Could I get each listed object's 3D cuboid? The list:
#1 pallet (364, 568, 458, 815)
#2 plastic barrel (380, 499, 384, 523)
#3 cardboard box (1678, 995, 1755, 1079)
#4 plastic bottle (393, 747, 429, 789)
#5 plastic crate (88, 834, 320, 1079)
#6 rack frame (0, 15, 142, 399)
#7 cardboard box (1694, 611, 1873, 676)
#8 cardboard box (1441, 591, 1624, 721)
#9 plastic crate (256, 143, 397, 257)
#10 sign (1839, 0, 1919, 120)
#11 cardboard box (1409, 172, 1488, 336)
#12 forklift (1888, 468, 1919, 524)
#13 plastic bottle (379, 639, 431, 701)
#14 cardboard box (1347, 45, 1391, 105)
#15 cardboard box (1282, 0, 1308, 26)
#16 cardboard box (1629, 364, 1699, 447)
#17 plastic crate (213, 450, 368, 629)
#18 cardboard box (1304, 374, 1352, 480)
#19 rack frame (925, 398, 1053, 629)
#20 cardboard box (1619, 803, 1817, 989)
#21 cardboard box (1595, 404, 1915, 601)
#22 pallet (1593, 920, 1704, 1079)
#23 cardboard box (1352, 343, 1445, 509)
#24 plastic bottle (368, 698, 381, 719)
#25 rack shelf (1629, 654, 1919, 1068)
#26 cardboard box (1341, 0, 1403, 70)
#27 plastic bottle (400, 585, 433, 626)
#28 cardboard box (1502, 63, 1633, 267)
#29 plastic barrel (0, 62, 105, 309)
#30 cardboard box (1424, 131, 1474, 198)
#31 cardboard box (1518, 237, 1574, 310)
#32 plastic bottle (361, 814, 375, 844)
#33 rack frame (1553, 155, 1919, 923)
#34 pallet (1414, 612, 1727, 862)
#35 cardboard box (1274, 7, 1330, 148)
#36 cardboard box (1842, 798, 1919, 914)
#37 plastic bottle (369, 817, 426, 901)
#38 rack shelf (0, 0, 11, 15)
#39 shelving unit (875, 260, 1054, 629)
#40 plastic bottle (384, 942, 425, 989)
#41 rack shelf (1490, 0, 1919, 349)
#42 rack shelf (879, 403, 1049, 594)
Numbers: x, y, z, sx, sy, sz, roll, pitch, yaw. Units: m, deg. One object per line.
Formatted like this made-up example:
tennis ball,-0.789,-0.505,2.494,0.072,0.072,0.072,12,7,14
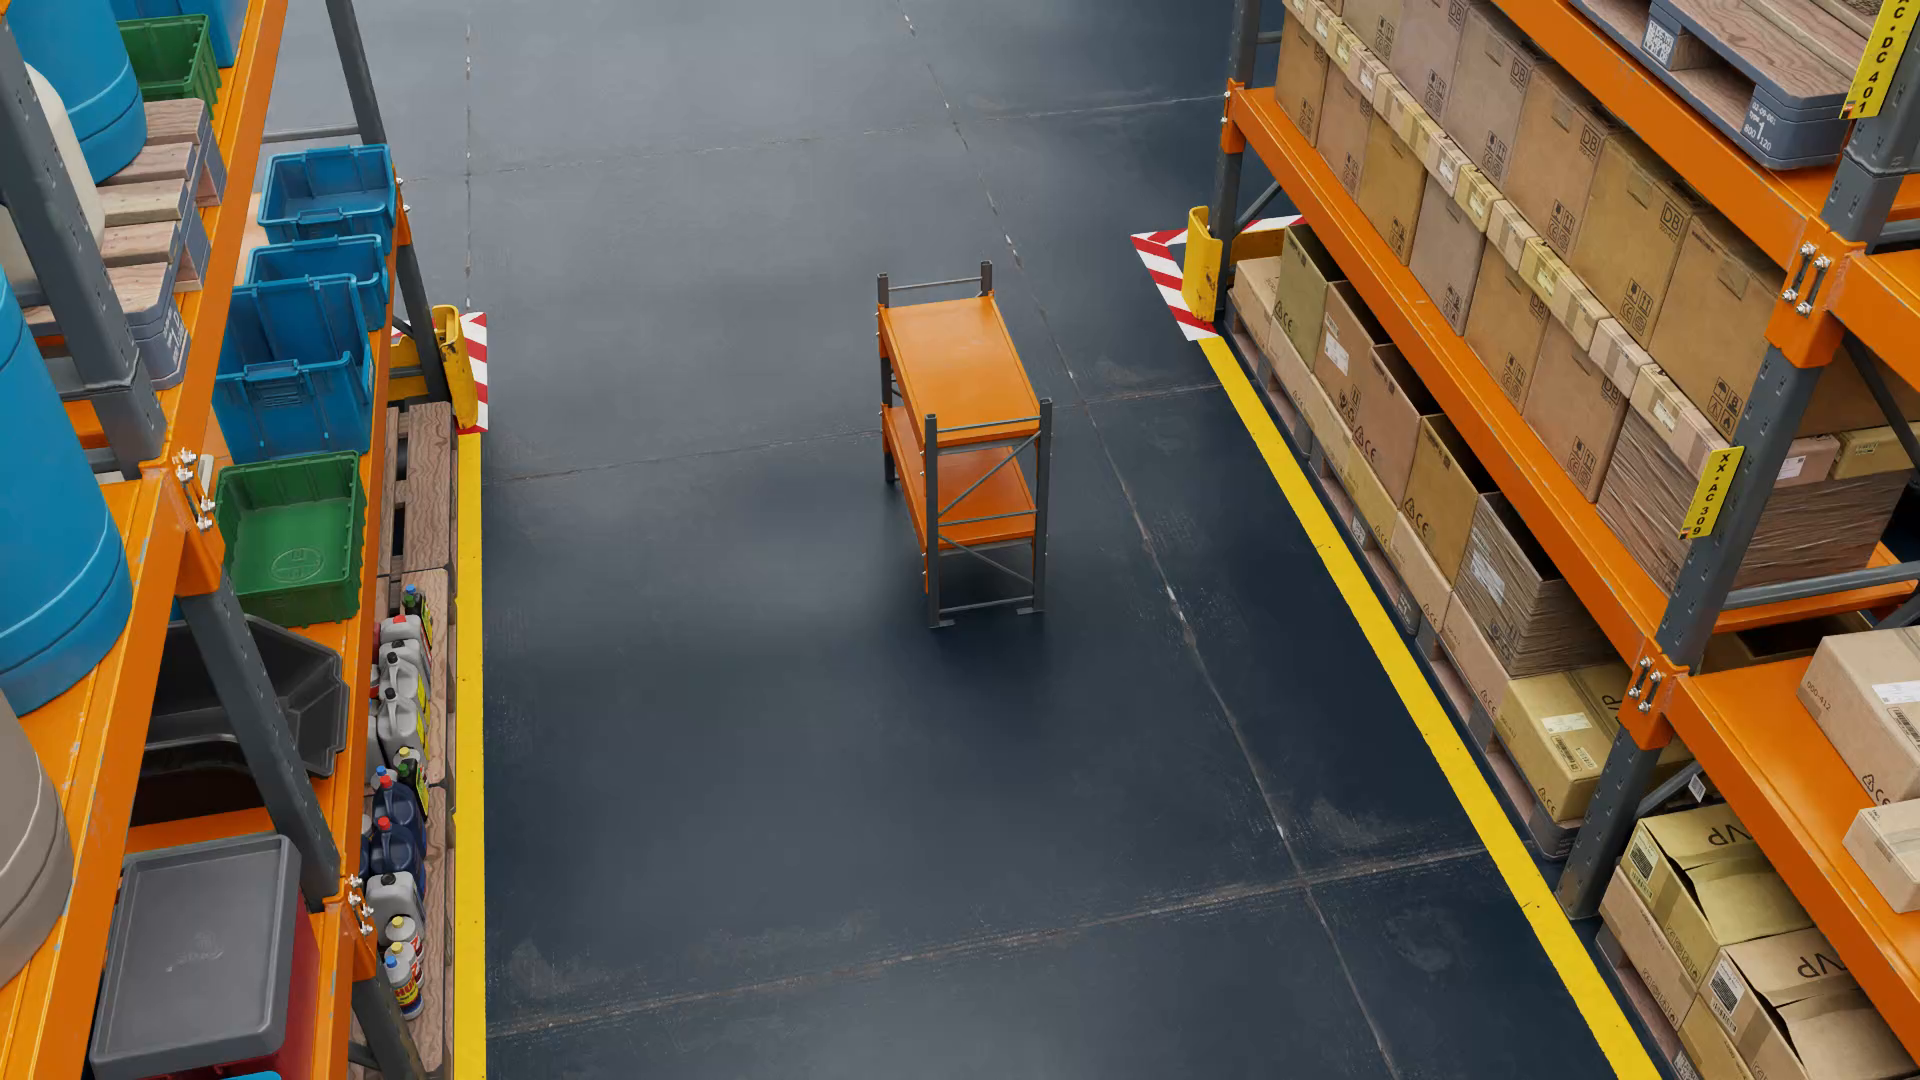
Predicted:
pallet,-2.542,0.659,6.630,1.003,0.211,1.213,-8,42,-9
plastic barrel,-2.709,-0.229,7.088,0.421,0.512,0.421,0,42,0
cardboard box,2.621,1.642,5.177,0.500,0.250,0.500,-7,42,-8
plastic bottle,-2.019,0.840,6.103,0.097,0.201,0.097,0,42,0
plastic crate,-1.767,1.096,3.990,0.402,0.464,0.583,-8,42,-9
rack frame,-2.171,-1.394,2.323,1.000,3.000,0.127,-8,42,-9
cardboard box,2.872,0.388,6.025,0.500,0.500,0.500,-8,42,-9
cardboard box,2.255,0.419,6.555,0.500,0.250,0.500,-8,42,-9
plastic crate,-2.634,-1.406,6.968,0.499,0.251,0.616,-8,42,-9
sign,2.125,-1.122,3.827,0.100,0.325,0.005,-8,42,-9
cardboard box,2.228,-1.180,6.527,0.700,0.500,0.500,-7,42,-8
forklift,4.577,-1.439,6.945,1.130,2.935,3.031,-9,42,-10
plastic bottle,-2.152,0.496,6.434,0.152,0.276,0.135,-9,42,-10
cardboard box,1.842,-1.949,6.904,0.380,0.149,0.250,-9,42,-10
cardboard box,1.678,-2.445,7.463,0.380,0.149,0.250,-9,42,-10
cardboard box,2.347,-0.444,5.208,0.380,0.149,0.250,-9,42,-10
plastic crate,-2.188,0.009,5.422,0.450,0.188,0.662,-8,42,-9
cardboard box,1.921,-0.552,7.649,0.500,0.250,0.500,-8,42,-9
rack frame,0.111,-0.087,6.782,0.500,1.125,0.032,-8,42,-9
cardboard box,2.513,1.108,5.357,0.500,0.311,0.500,-8,42,-9
cardboard box,2.565,-0.182,5.402,0.700,0.500,0.500,-9,42,-10
pallet,2.864,1.657,5.506,1.003,0.211,1.213,-8,42,-9
cardboard box,2.023,-0.507,7.034,0.500,0.500,0.500,-8,42,-9
plastic bottle,-2.221,0.676,6.287,0.097,0.201,0.097,0,42,0
rack shelf,3.098,1.708,3.890,1.077,0.370,4.000,-8,42,-9
cardboard box,2.022,-2.294,6.804,0.700,0.500,0.500,-9,42,-10
plastic bottle,-2.210,0.267,6.748,0.097,0.201,0.097,0,42,0
cardboard box,2.347,-1.319,5.706,0.700,0.500,0.500,-8,42,-9
plastic barrel,-2.072,-0.778,3.489,0.421,0.512,0.421,0,42,0
cardboard box,2.009,-1.449,6.340,0.380,0.149,0.250,-8,42,-9
cardboard box,2.181,-0.943,5.771,0.380,0.149,0.250,-9,42,-9
plastic bottle,-2.089,1.046,5.817,0.097,0.271,0.097,0,42,0
rack frame,2.667,0.142,5.112,1.000,3.000,0.127,-8,42,-9
pallet,2.536,0.664,6.625,1.003,0.211,1.213,-8,42,-9
cardboard box,1.892,-2.183,7.657,0.700,0.500,0.500,-8,42,-9
cardboard box,2.658,0.840,4.515,0.380,0.149,0.250,-8,42,-9
plastic bottle,-1.940,1.093,5.705,0.144,0.351,0.185,-7,42,-8
rack shelf,-2.602,-2.272,4.155,1.077,0.370,4.000,-8,42,-9
shelving unit,0.001,-0.416,7.153,0.538,1.125,1.048,-8,42,-9
plastic bottle,-1.833,1.397,5.475,0.097,0.201,0.097,0,42,0
rack shelf,2.235,-2.007,5.815,1.077,0.370,4.000,-8,42,-9
rack shelf,0.001,-0.233,7.316,0.538,0.278,1.000,-8,42,-9
